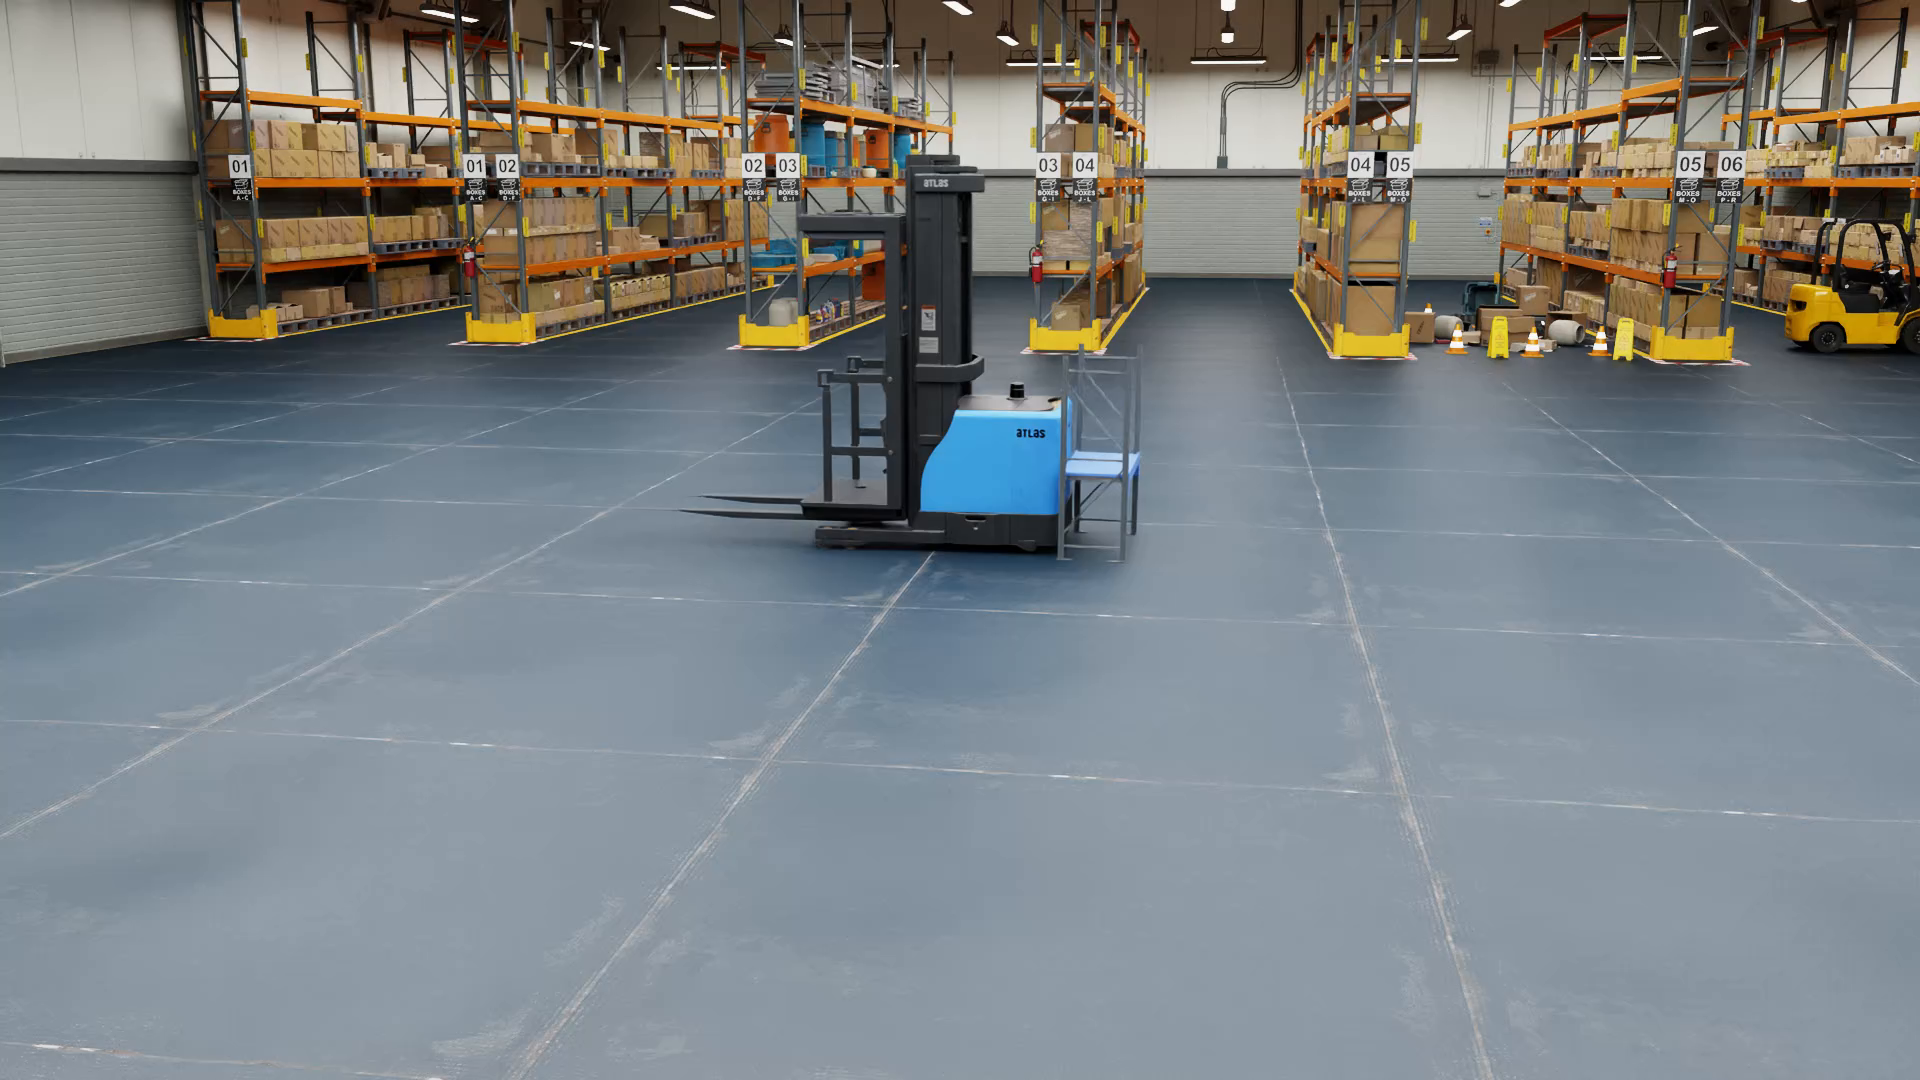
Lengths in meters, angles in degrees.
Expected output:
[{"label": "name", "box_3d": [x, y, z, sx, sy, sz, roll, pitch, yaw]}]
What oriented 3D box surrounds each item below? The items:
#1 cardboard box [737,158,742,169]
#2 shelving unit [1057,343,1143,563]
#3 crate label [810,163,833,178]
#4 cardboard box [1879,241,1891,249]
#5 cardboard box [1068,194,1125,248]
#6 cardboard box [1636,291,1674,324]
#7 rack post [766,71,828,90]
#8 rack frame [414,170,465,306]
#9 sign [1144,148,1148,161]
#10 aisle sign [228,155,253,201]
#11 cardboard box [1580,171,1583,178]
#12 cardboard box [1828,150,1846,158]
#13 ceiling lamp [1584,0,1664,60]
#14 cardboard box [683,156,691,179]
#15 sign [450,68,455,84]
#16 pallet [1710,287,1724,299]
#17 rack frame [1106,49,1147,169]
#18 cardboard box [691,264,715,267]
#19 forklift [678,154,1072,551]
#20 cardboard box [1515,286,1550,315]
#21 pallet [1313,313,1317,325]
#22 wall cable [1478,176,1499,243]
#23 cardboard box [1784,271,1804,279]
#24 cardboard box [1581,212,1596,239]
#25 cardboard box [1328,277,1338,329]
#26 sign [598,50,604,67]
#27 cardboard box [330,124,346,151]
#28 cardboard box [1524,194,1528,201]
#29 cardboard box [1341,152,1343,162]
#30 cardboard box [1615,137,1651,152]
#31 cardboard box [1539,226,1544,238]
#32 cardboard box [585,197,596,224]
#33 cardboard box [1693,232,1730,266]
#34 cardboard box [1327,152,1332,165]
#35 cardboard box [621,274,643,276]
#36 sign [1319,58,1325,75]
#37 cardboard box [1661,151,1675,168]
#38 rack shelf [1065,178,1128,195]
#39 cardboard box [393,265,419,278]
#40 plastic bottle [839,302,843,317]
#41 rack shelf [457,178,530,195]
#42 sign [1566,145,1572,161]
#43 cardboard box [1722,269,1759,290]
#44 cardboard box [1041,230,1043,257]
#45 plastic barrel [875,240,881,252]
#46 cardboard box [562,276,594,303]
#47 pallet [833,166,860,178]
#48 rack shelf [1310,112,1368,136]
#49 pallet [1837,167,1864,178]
[{"label": "cardboard box", "box_3d": [-5.713, -9.399, 41.535, 0.500, 0.250, 0.500, 2, 12, 9]}, {"label": "shelving unit", "box_3d": [1.071, -0.684, 12.594, 0.538, 1.500, 1.048, 3, 12, 10]}, {"label": "crate label", "box_3d": [-2.534, -6.574, 29.610, 0.502, 0.251, 0.408, 2, 12, 9]}, {"label": "cardboard box", "box_3d": [16.953, -5.381, 30.012, 0.500, 0.250, 0.500, 2, 12, 7]}, {"label": "cardboard box", "box_3d": [2.621, -6.133, 31.910, 1.000, 1.000, 1.000, 2, 12, 9]}, {"label": "cardboard box", "box_3d": [11.480, -3.831, 27.401, 0.500, 0.500, 0.500, 2, 12, 11]}, {"label": "rack post", "box_3d": [-2.882, -8.101, 29.404, 0.937, 0.300, 0.954, 2, 12, 8]}, {"label": "rack frame", "box_3d": [-11.707, -6.788, 37.369, 1.000, 3.000, 0.127, 2, 12, 9]}, {"label": "sign", "box_3d": [4.740, -9.811, 42.366, 0.100, 0.325, 0.005, 2, 12, 9]}, {"label": "aisle sign", "box_3d": [-12.653, -6.368, 29.253, 0.394, 0.787, 0.004, 2, 12, 9]}, {"label": "cardboard box", "box_3d": [12.551, -7.268, 33.076, 0.380, 0.149, 0.250, 2, 12, 9]}, {"label": "cardboard box", "box_3d": [17.434, -7.639, 32.905, 0.380, 0.149, 0.250, 2, 12, 10]}, {"label": "ceiling lamp", "box_3d": [17.015, -13.910, 42.321, 2.000, 3.185, 0.800, 2, 12, 9]}, {"label": "cardboard box", "box_3d": [-6.620, -8.449, 37.722, 0.910, 0.500, 0.500, 2, 12, 9]}, {"label": "sign", "box_3d": [-11.170, -10.200, 36.558, 0.100, 0.325, 0.005, 2, 12, 9]}, {"label": "pallet", "box_3d": [18.770, -5.945, 40.079, 1.003, 0.211, 1.213, 2, 12, 9]}, {"label": "rack frame", "box_3d": [4.206, -10.904, 42.230, 1.000, 3.000, 0.127, 2, 12, 9]}, {"label": "cardboard box", "box_3d": [-6.390, -6.581, 41.301, 0.500, 0.500, 0.500, 2, 12, 9]}, {"label": "forklift", "box_3d": [-0.664, -1.469, 12.855, 3.031, 2.935, 1.130, 2, 12, 9]}, {"label": "cardboard box", "box_3d": [10.389, -4.352, 30.203, 0.500, 0.500, 0.500, 2, 12, 9]}, {"label": "pallet", "box_3d": [7.475, -4.346, 32.660, 1.003, 0.211, 1.213, 2, 12, 9]}, {"label": "wall cable", "box_3d": [14.842, -9.337, 46.712, 0.585, 1.953, 0.123, 2, 12, 9]}, {"label": "cardboard box", "box_3d": [17.872, -5.670, 35.578, 0.380, 0.149, 0.250, 2, 12, 9]}, {"label": "cardboard box", "box_3d": [12.322, -6.079, 32.140, 0.500, 0.500, 0.500, 2, 12, 10]}, {"label": "cardboard box", "box_3d": [6.945, -4.142, 29.139, 0.875, 0.875, 0.875, 2, 12, 9]}, {"label": "sign", "box_3d": [-6.883, -9.239, 31.909, 0.100, 0.325, 0.005, 2, 12, 9]}, {"label": "cardboard box", "box_3d": [-12.206, -7.740, 32.012, 0.500, 0.500, 0.500, 3, 12, 12]}, {"label": "cardboard box", "box_3d": [13.336, -7.956, 38.642, 0.380, 0.149, 0.250, 2, 12, 8]}, {"label": "cardboard box", "box_3d": [6.465, -6.295, 27.327, 0.380, 0.149, 0.250, 2, 12, 9]}, {"label": "cardboard box", "box_3d": [12.116, -7.120, 29.963, 0.500, 0.250, 0.500, 2, 12, 10]}, {"label": "cardboard box", "box_3d": [12.880, -6.693, 36.098, 0.500, 0.250, 0.500, 2, 12, 9]}, {"label": "cardboard box", "box_3d": [-7.489, -6.386, 32.187, 0.700, 0.500, 0.500, 2, 12, 9]}, {"label": "cardboard box", "box_3d": [11.884, -4.604, 26.291, 0.500, 0.500, 0.500, 2, 12, 8]}, {"label": "cardboard box", "box_3d": [7.298, -7.341, 31.792, 0.500, 0.311, 0.500, 1, 12, 7]}, {"label": "cardboard box", "box_3d": [-7.183, -5.664, 36.352, 0.500, 0.311, 0.500, 2, 12, 11]}, {"label": "sign", "box_3d": [7.323, -9.568, 33.625, 0.100, 0.325, 0.005, 2, 12, 9]}, {"label": "cardboard box", "box_3d": [11.350, -5.973, 26.120, 0.500, 0.250, 0.500, 2, 12, 8]}, {"label": "rack shelf", "box_3d": [2.668, -7.004, 32.962, 1.077, 0.370, 4.000, 2, 12, 9]}, {"label": "cardboard box", "box_3d": [-11.990, -5.772, 35.765, 0.500, 0.250, 0.500, 2, 12, 8]}, {"label": "plastic bottle", "box_3d": [-2.282, -4.410, 31.741, 0.061, 0.283, 0.133, 3, 12, 11]}, {"label": "rack shelf", "box_3d": [-11.400, -8.319, 39.060, 1.077, 0.370, 4.000, 2, 12, 9]}, {"label": "sign", "box_3d": [12.221, -7.762, 33.357, 0.100, 0.325, 0.005, 2, 12, 9]}, {"label": "cardboard box", "box_3d": [18.546, -6.173, 39.452, 0.700, 0.500, 0.500, 2, 12, 11]}, {"label": "cardboard box", "box_3d": [1.815, -5.057, 28.393, 0.875, 0.500, 0.500, 2, 12, 9]}, {"label": "plastic barrel", "box_3d": [-1.866, -6.300, 34.842, 0.421, 0.512, 0.421, 0, 12, 0]}, {"label": "cardboard box", "box_3d": [-7.371, -4.816, 31.968, 0.500, 0.500, 0.500, 2, 12, 9]}, {"label": "pallet", "box_3d": [-2.548, -6.855, 31.008, 1.213, 0.211, 1.003, 2, 12, 9]}, {"label": "rack shelf", "box_3d": [8.169, -8.926, 35.709, 1.077, 0.370, 4.000, 2, 12, 9]}, {"label": "pallet", "box_3d": [17.657, -7.055, 31.937, 1.213, 0.211, 1.003, 2, 12, 11]}]
